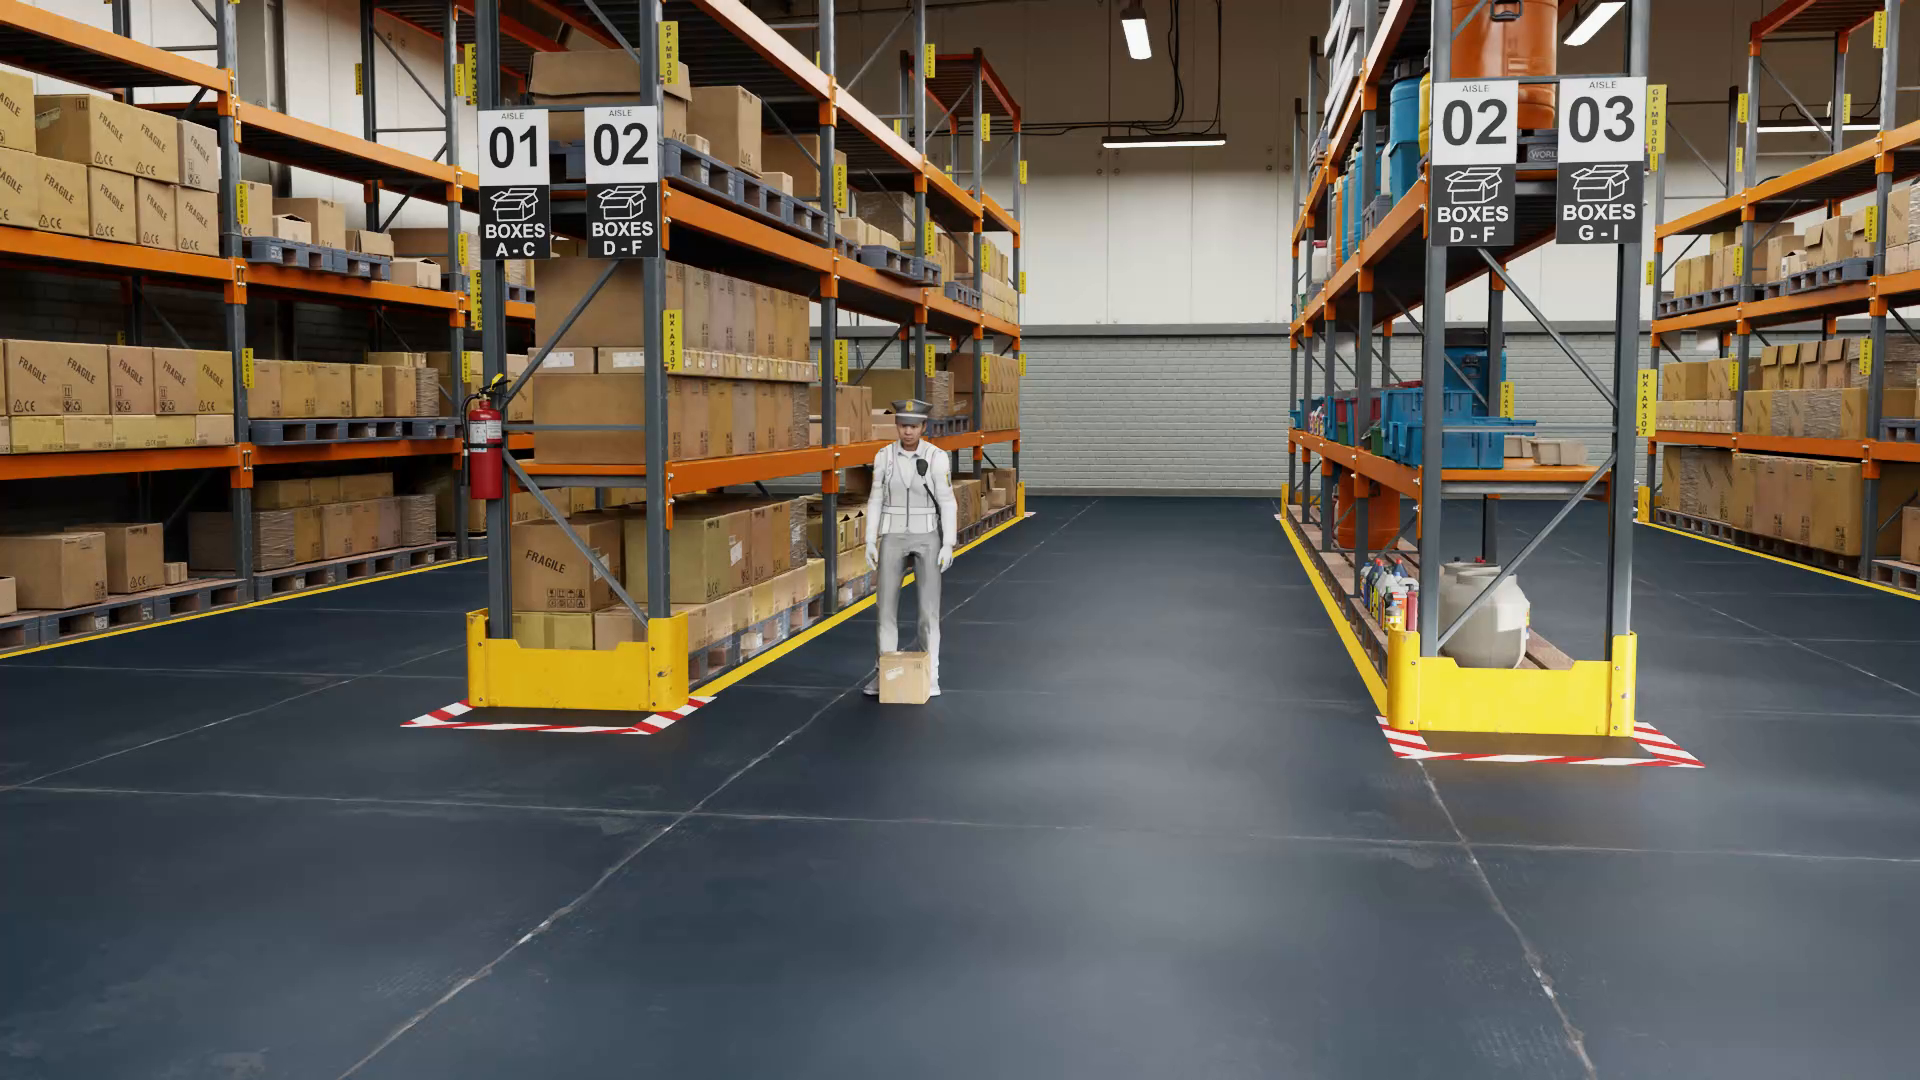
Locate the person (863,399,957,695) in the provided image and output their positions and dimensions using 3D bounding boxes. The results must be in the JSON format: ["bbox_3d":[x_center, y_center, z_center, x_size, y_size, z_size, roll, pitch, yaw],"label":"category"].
[{"bbox_3d":[-0.282,0.038,9.405,0.526,1.662,0.375,1,5,8],"label":"person"}]
